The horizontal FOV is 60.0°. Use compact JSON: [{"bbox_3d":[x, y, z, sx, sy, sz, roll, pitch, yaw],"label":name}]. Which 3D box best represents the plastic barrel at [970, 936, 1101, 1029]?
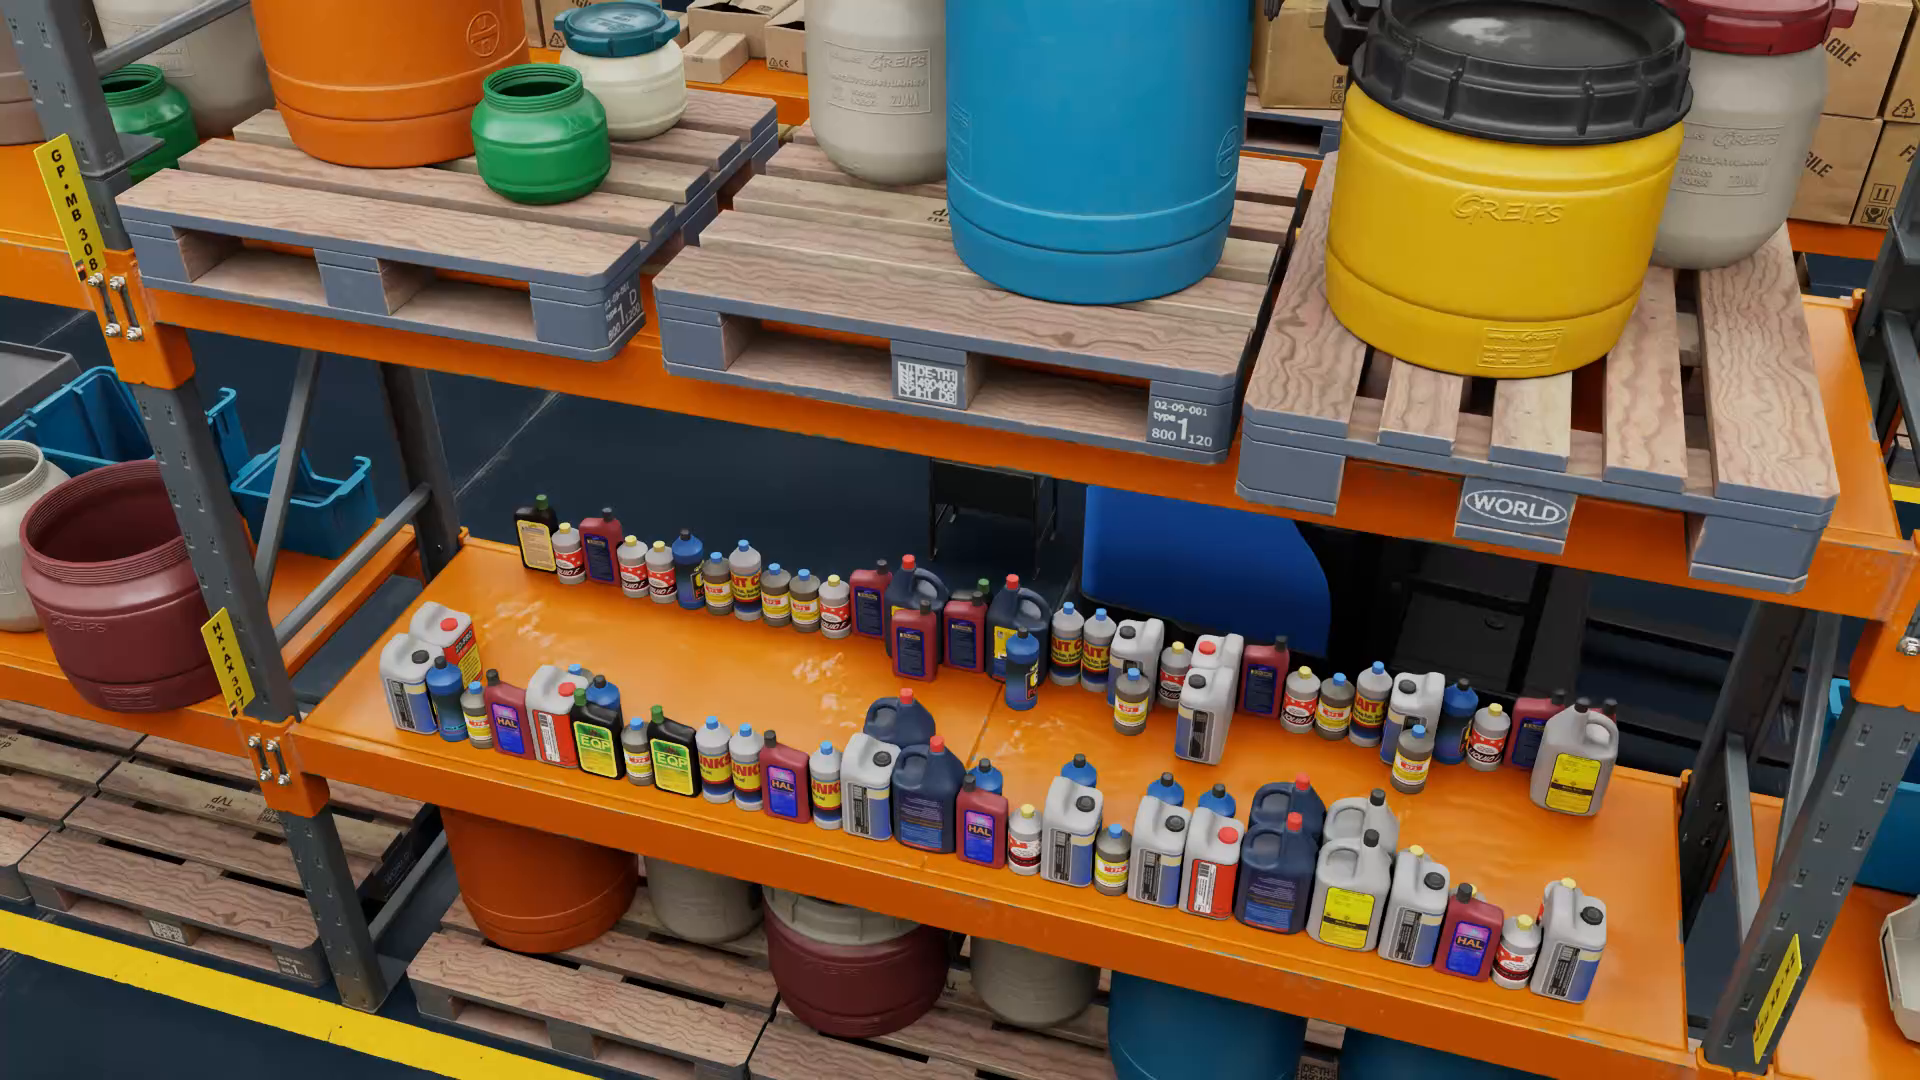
[{"bbox_3d":[0.243,1.254,5.260,0.421,0.512,0.421,0,36,0],"label":"plastic barrel"}]

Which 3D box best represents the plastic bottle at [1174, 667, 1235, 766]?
[{"bbox_3d":[0.688,0.477,4.675,0.135,0.276,0.152,10,38,14],"label":"plastic bottle"}]

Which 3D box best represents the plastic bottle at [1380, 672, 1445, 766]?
[{"bbox_3d":[1.268,0.490,4.658,0.135,0.276,0.152,10,38,14],"label":"plastic bottle"}]

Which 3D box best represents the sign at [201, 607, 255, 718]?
[{"bbox_3d":[-2.030,0.342,4.617,0.005,0.325,0.100,10,38,14],"label":"sign"}]

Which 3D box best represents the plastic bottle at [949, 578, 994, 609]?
[{"bbox_3d":[0.035,0.231,5.004,0.133,0.283,0.061,10,38,14],"label":"plastic bottle"}]

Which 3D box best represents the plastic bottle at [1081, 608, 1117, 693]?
[{"bbox_3d":[0.409,0.316,4.898,0.097,0.271,0.097,0,36,0],"label":"plastic bottle"}]

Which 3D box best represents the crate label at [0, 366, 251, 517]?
[{"bbox_3d":[-2.741,-0.247,5.526,0.616,0.435,0.502,10,38,14],"label":"crate label"}]

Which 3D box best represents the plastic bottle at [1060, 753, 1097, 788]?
[{"bbox_3d":[0.312,0.675,4.411,0.097,0.271,0.097,0,36,0],"label":"plastic bottle"}]

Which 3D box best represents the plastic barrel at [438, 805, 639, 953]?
[{"bbox_3d":[-1.401,0.877,5.504,0.708,0.830,0.600,10,38,14],"label":"plastic barrel"}]

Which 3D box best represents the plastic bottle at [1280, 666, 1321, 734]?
[{"bbox_3d":[0.979,0.450,4.776,0.097,0.201,0.097,0,36,0],"label":"plastic bottle"}]

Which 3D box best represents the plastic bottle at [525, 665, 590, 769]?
[{"bbox_3d":[-1.115,0.487,4.663,0.135,0.276,0.152,10,38,14],"label":"plastic bottle"}]

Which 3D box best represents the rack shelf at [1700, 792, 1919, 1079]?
[{"bbox_3d":[3.854,1.446,3.862,4.000,0.370,1.077,10,38,14],"label":"rack shelf"}]

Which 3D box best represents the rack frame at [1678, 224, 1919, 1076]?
[{"bbox_3d":[1.945,0.802,4.129,0.127,3.000,1.000,10,38,14],"label":"rack frame"}]

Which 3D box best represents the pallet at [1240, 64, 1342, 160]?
[{"bbox_3d":[1.465,-2.288,8.490,1.213,0.211,1.003,10,38,14],"label":"pallet"}]

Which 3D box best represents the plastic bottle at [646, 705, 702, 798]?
[{"bbox_3d":[-0.780,0.574,4.538,0.133,0.283,0.061,10,38,14],"label":"plastic bottle"}]

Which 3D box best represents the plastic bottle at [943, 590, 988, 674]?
[{"bbox_3d":[0.017,0.265,4.958,0.133,0.283,0.061,10,38,14],"label":"plastic bottle"}]

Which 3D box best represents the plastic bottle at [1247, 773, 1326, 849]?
[{"bbox_3d":[0.837,0.731,4.268,0.185,0.351,0.144,10,38,14],"label":"plastic bottle"}]

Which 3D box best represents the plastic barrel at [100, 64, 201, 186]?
[{"bbox_3d":[-2.124,-1.065,4.267,0.294,0.245,0.294,0,36,0],"label":"plastic barrel"}]

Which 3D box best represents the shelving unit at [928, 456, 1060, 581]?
[{"bbox_3d":[0.158,-0.816,7.088,0.503,2.100,0.431,10,38,14],"label":"shelving unit"}]

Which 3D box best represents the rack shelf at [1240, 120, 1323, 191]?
[{"bbox_3d":[1.517,-2.063,8.630,4.000,0.370,1.077,10,38,14],"label":"rack shelf"}]

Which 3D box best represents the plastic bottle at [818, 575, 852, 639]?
[{"bbox_3d":[-0.384,0.198,5.119,0.097,0.201,0.097,0,36,0],"label":"plastic bottle"}]

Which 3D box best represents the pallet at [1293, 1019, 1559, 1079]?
[{"bbox_3d":[1.221,1.766,5.173,1.213,0.211,1.003,10,38,14],"label":"pallet"}]

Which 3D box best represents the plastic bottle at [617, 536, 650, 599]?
[{"bbox_3d":[-1.035,0.077,5.282,0.097,0.201,0.097,0,36,0],"label":"plastic bottle"}]

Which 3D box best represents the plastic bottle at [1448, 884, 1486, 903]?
[{"bbox_3d":[1.244,0.933,4.120,0.097,0.201,0.097,0,36,0],"label":"plastic bottle"}]

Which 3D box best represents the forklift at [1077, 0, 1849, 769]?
[{"bbox_3d":[2.061,-0.644,6.153,3.031,2.935,1.130,14,39,18],"label":"forklift"}]

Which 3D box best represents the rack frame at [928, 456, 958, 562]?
[{"bbox_3d":[-0.075,-0.860,7.146,0.015,2.100,0.400,10,38,14],"label":"rack frame"}]

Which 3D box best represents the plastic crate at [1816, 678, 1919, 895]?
[{"bbox_3d":[2.492,0.674,4.266,0.575,0.384,0.392,10,38,14],"label":"plastic crate"}]

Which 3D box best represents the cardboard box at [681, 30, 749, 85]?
[{"bbox_3d":[-1.333,-2.608,8.975,0.250,0.149,0.380,10,38,14],"label":"cardboard box"}]

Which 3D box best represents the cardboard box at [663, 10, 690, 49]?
[{"bbox_3d":[-1.626,-2.799,9.234,0.250,0.149,0.380,13,38,17],"label":"cardboard box"}]

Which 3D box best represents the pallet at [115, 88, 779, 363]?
[{"bbox_3d":[-1.172,-0.846,3.998,1.213,0.211,1.003,10,38,14],"label":"pallet"}]

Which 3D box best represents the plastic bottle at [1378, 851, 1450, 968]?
[{"bbox_3d":[1.124,0.901,4.100,0.135,0.276,0.152,10,38,14],"label":"plastic bottle"}]

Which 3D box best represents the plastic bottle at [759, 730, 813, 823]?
[{"bbox_3d":[-0.467,0.632,4.459,0.133,0.283,0.061,10,38,14],"label":"plastic bottle"}]

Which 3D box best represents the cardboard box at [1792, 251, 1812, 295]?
[{"bbox_3d":[4.054,-1.230,8.628,0.500,0.500,0.500,10,38,14],"label":"cardboard box"}]

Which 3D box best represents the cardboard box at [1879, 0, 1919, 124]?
[{"bbox_3d":[4.284,-2.109,7.157,0.500,0.500,0.500,9,37,12],"label":"cardboard box"}]

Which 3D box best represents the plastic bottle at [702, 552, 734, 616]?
[{"bbox_3d":[-0.756,0.129,5.212,0.097,0.201,0.097,0,36,0],"label":"plastic bottle"}]

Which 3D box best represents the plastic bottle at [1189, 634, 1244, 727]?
[{"bbox_3d":[0.733,0.391,4.792,0.135,0.276,0.152,10,38,14],"label":"plastic bottle"}]

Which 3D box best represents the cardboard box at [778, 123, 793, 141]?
[{"bbox_3d":[-1.309,-2.341,9.892,0.500,0.311,0.500,10,37,13],"label":"cardboard box"}]

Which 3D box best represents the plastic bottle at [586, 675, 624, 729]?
[{"bbox_3d":[-0.994,0.490,4.662,0.097,0.271,0.097,0,36,0],"label":"plastic bottle"}]

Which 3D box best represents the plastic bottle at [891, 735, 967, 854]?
[{"bbox_3d":[-0.081,0.650,4.378,0.185,0.351,0.144,10,38,14],"label":"plastic bottle"}]

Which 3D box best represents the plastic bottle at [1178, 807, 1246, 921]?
[{"bbox_3d":[0.642,0.812,4.221,0.135,0.276,0.152,10,38,14],"label":"plastic bottle"}]

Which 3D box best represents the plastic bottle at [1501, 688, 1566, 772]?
[{"bbox_3d":[1.595,0.520,4.612,0.133,0.283,0.061,10,38,14],"label":"plastic bottle"}]

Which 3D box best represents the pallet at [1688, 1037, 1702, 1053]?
[{"bbox_3d":[2.659,2.034,4.809,1.213,0.211,1.003,10,38,14],"label":"pallet"}]

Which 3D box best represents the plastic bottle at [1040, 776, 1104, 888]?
[{"bbox_3d":[0.293,0.747,4.309,0.135,0.276,0.152,10,38,14],"label":"plastic bottle"}]

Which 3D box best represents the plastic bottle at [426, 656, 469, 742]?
[{"bbox_3d":[-1.454,0.443,4.727,0.097,0.271,0.097,0,36,0],"label":"plastic bottle"}]

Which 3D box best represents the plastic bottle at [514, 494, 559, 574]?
[{"bbox_3d":[-1.360,-0.027,5.355,0.133,0.283,0.061,10,38,14],"label":"plastic bottle"}]

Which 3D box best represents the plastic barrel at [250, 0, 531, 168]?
[{"bbox_3d":[-1.332,-1.353,3.810,0.708,0.830,0.600,10,38,14],"label":"plastic barrel"}]

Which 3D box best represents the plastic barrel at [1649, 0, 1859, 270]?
[{"bbox_3d":[1.517,-0.864,3.394,0.433,0.535,0.433,0,36,0],"label":"plastic barrel"}]

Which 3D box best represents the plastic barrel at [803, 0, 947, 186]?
[{"bbox_3d":[-0.136,-1.108,3.726,0.433,0.535,0.433,0,36,0],"label":"plastic barrel"}]

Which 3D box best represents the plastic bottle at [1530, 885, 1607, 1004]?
[{"bbox_3d":[1.473,0.966,4.012,0.135,0.276,0.152,10,38,14],"label":"plastic bottle"}]

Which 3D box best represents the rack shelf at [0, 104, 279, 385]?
[{"bbox_3d":[-3.782,-1.176,4.894,4.000,0.370,1.077,10,38,14],"label":"rack shelf"}]
